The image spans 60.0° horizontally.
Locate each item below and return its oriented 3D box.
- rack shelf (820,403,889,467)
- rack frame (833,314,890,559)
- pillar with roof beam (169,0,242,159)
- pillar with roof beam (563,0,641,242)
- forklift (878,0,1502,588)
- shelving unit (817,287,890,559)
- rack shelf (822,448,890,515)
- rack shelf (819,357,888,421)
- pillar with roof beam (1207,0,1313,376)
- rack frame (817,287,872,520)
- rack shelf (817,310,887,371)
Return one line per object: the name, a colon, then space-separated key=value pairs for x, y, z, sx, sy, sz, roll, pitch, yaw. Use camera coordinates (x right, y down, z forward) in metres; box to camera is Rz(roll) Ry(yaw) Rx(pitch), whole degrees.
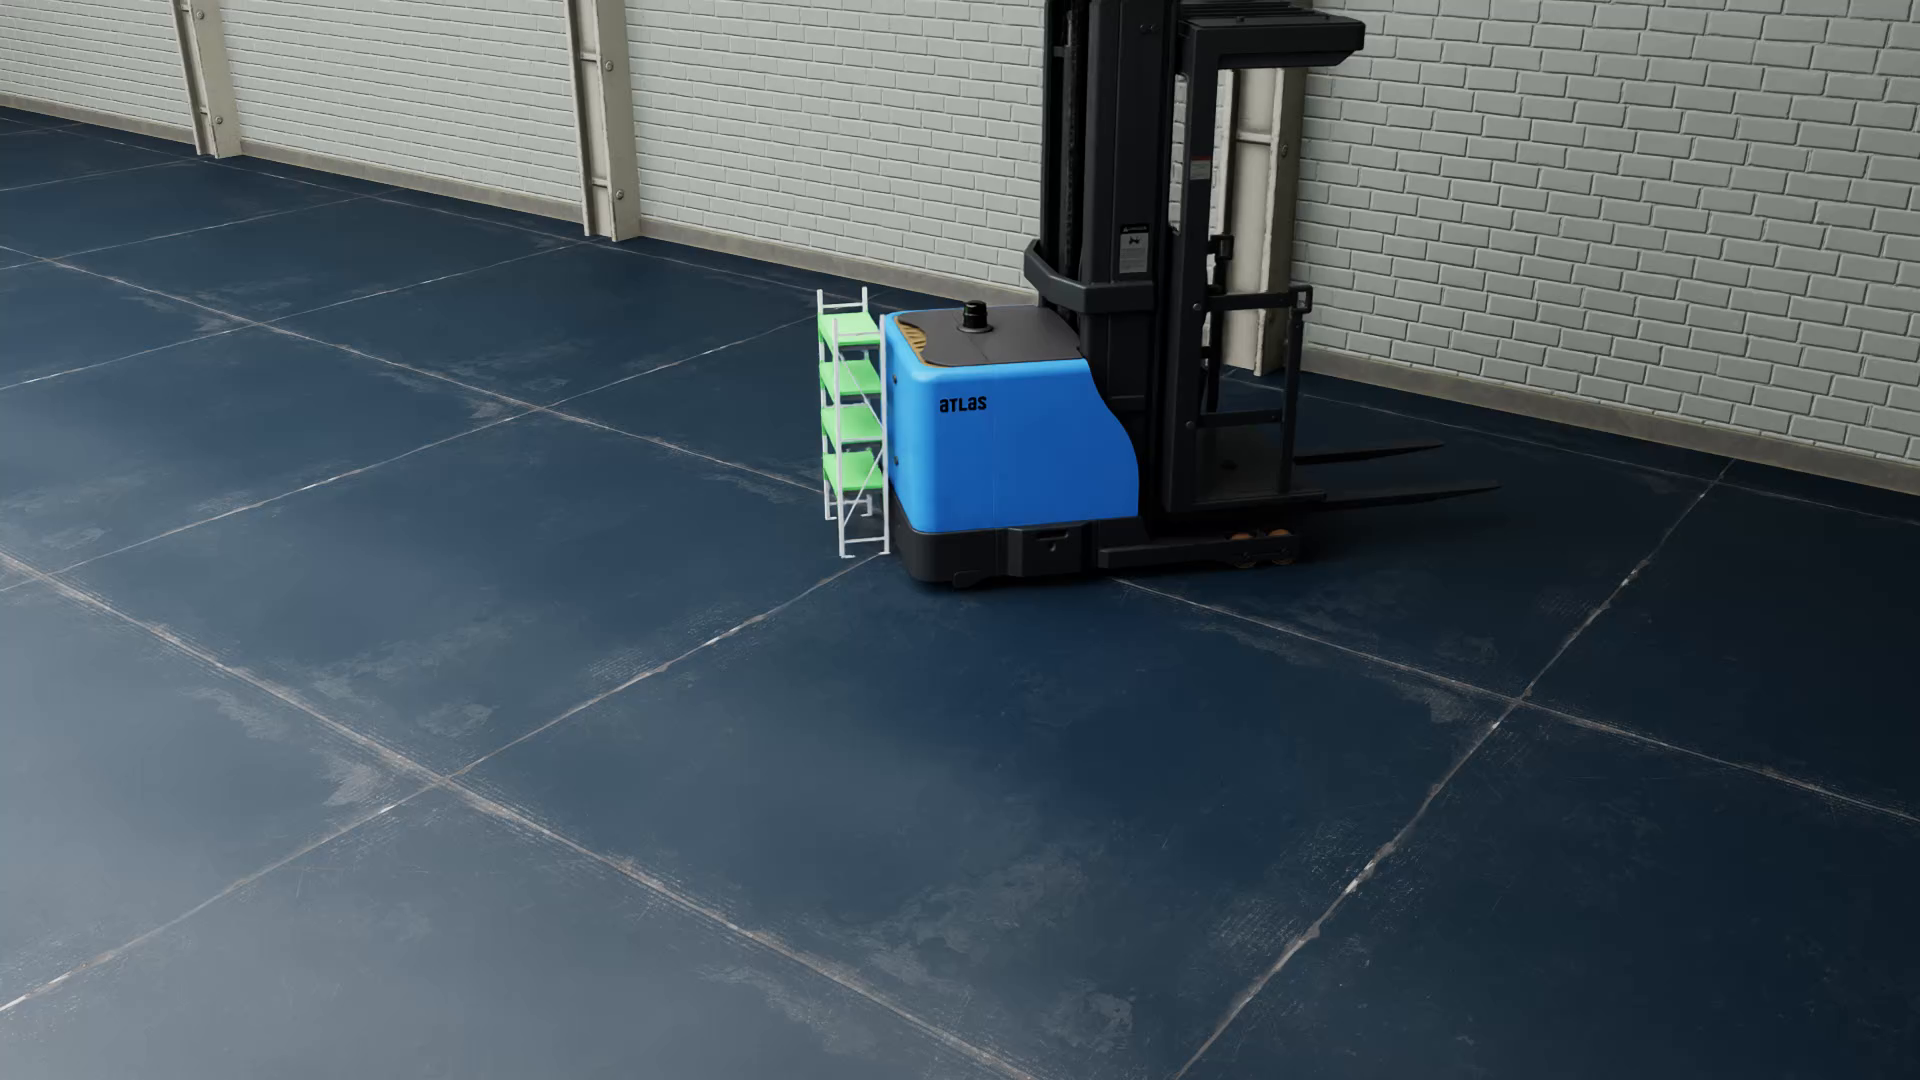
rack shelf: x=-0.515 y=-0.510 z=8.077 sx=0.258 sy=0.148 sz=0.480 roll=-5 pitch=24 yaw=-11
rack frame: x=-0.462 y=-0.472 z=7.833 sx=0.240 sy=1.200 sz=0.015 roll=-5 pitch=24 yaw=-11
pillar with roof beam: x=-10.326 y=-6.773 z=12.461 sx=0.400 sy=9.000 sz=9.100 roll=17 pitch=29 yaw=33
pillar with roof beam: x=-5.525 y=-5.322 z=9.168 sx=0.400 sy=9.000 sz=9.100 roll=17 pitch=29 yaw=33
forklift: x=1.162 y=-1.409 z=7.812 sx=3.031 sy=2.935 sz=1.130 roll=-5 pitch=24 yaw=-11
shelving unit: x=-0.515 y=-0.568 z=8.051 sx=0.258 sy=1.200 sz=0.503 roll=-5 pitch=24 yaw=-11
rack shelf: x=-0.515 y=-0.290 z=8.174 sx=0.258 sy=0.148 sz=0.480 roll=-5 pitch=24 yaw=-11
rack shelf: x=-0.515 y=-0.729 z=7.980 sx=0.258 sy=0.148 sz=0.480 roll=-5 pitch=24 yaw=-11
pillar with roof beam: x=-0.724 y=-3.871 z=5.875 sx=0.400 sy=9.000 sz=9.100 roll=17 pitch=29 yaw=33
rack frame: x=-0.568 y=-0.664 z=8.269 sx=0.240 sy=1.200 sz=0.015 roll=-5 pitch=24 yaw=-11
rack shelf: x=-0.515 y=-0.949 z=7.883 sx=0.258 sy=0.148 sz=0.480 roll=-5 pitch=24 yaw=-11
